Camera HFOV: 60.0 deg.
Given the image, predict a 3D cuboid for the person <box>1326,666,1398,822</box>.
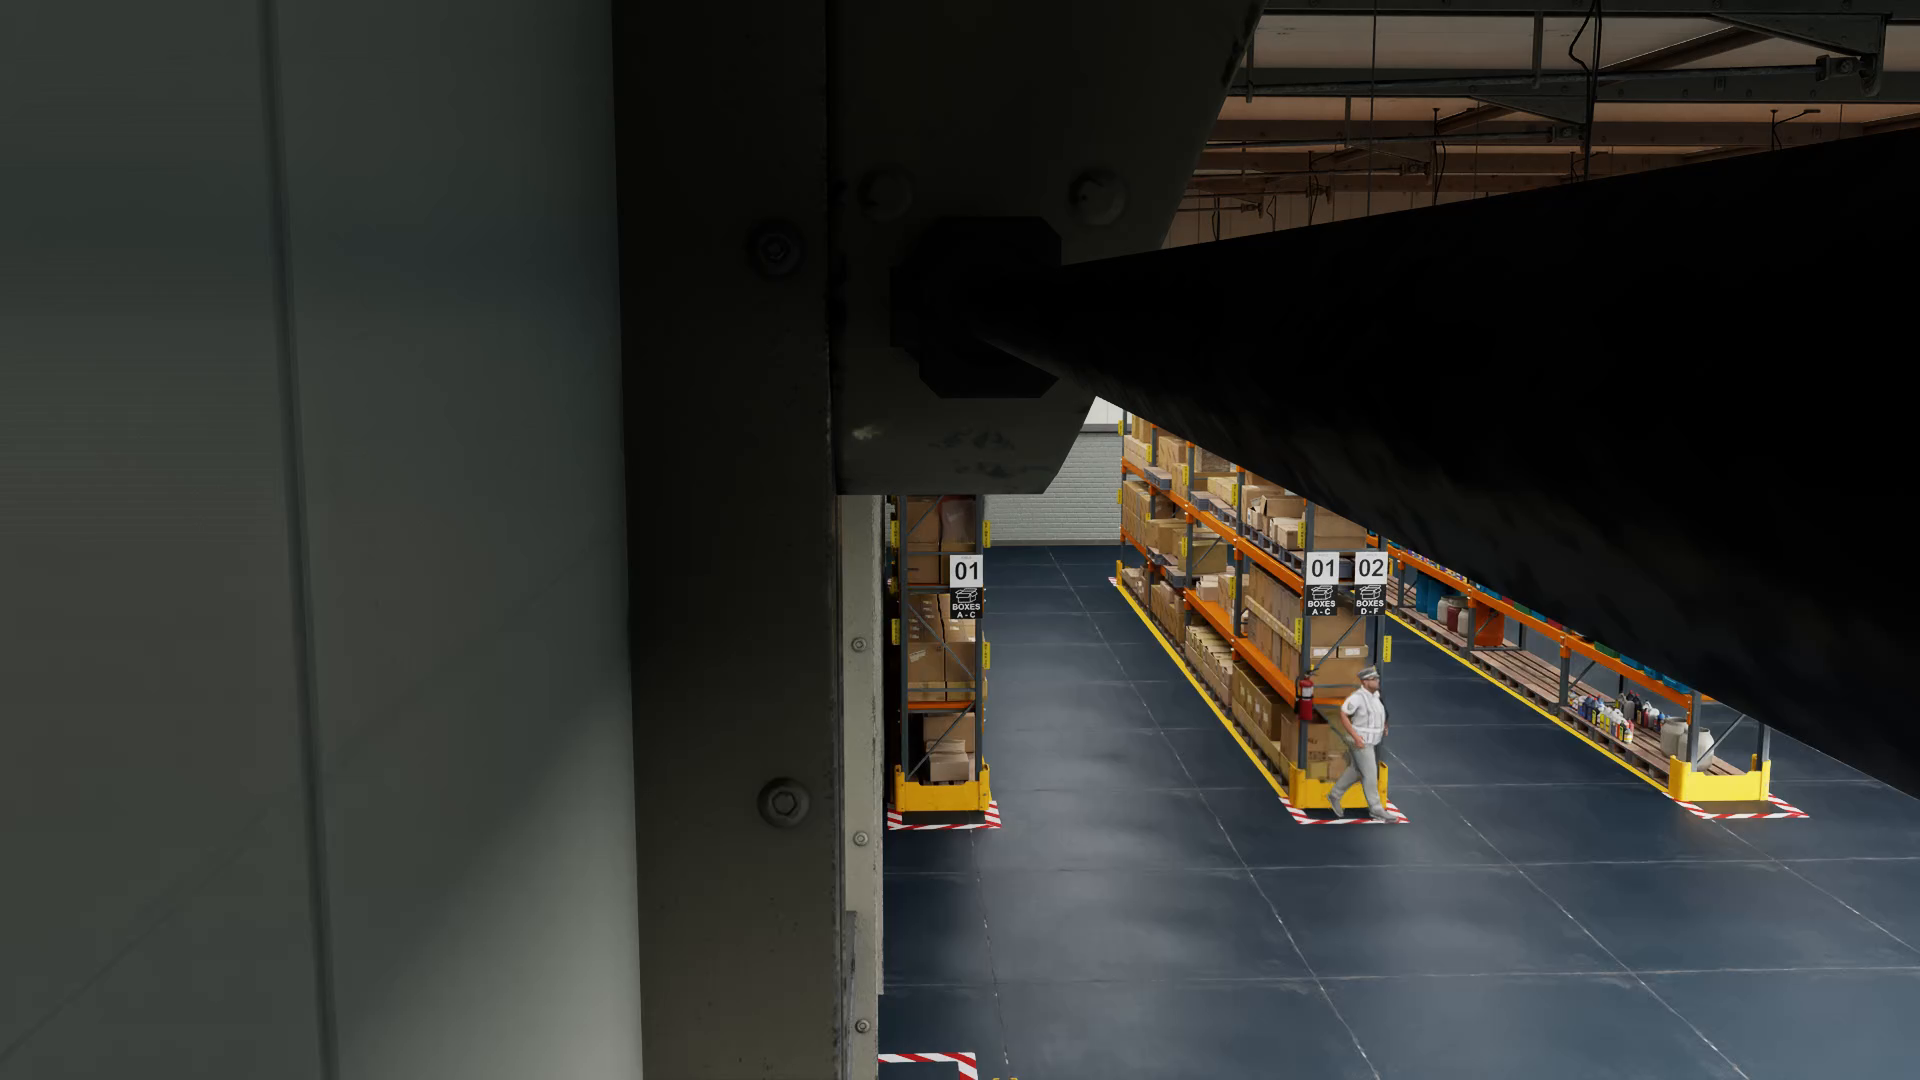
[{"bbox_3d":[4.706,2.345,19.272,0.862,1.837,0.659,5,10,33],"label":"person"}]
